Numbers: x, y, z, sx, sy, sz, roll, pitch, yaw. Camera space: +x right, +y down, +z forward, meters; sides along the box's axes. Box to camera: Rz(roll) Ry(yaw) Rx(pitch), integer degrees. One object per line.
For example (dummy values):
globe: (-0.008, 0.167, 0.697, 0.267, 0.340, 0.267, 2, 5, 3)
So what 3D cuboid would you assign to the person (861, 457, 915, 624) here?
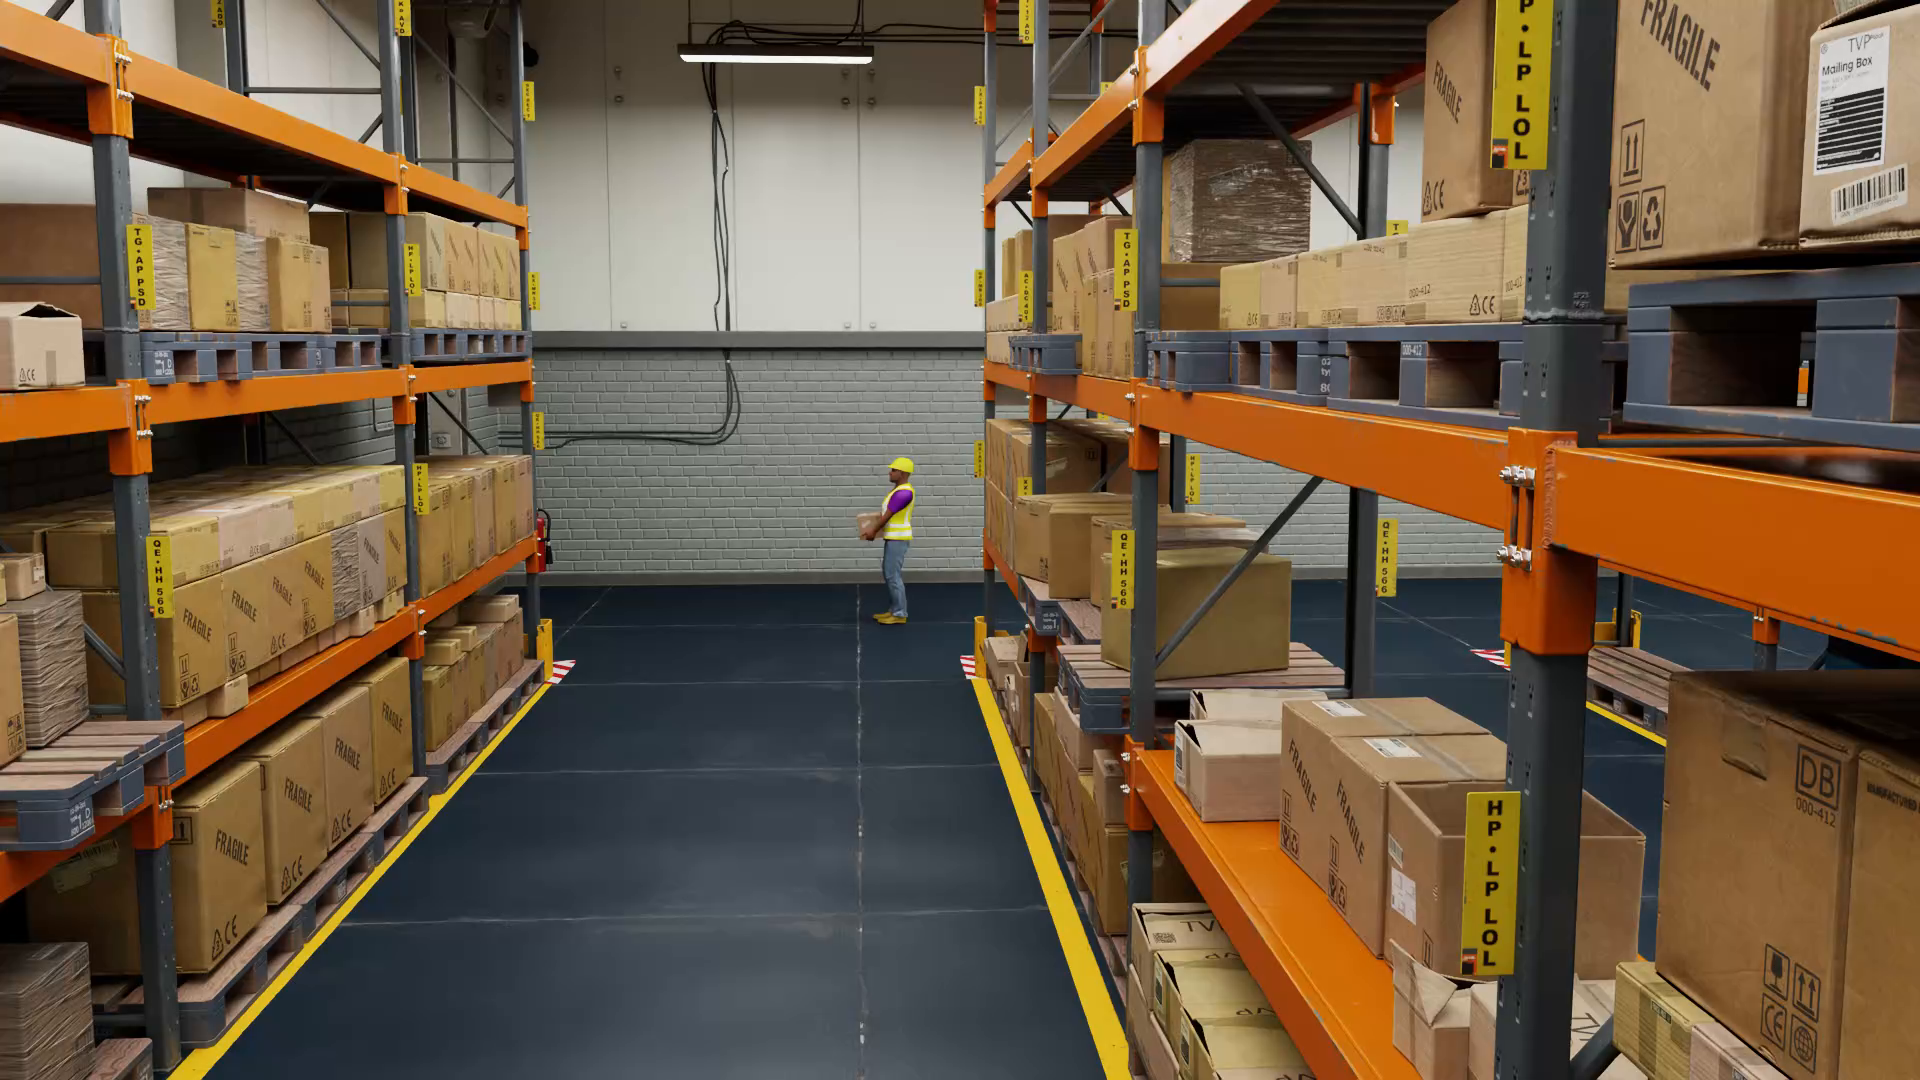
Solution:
person: (-0.765, 0.003, 17.642, 0.577, 1.760, 0.503, 0, 7, -3)
